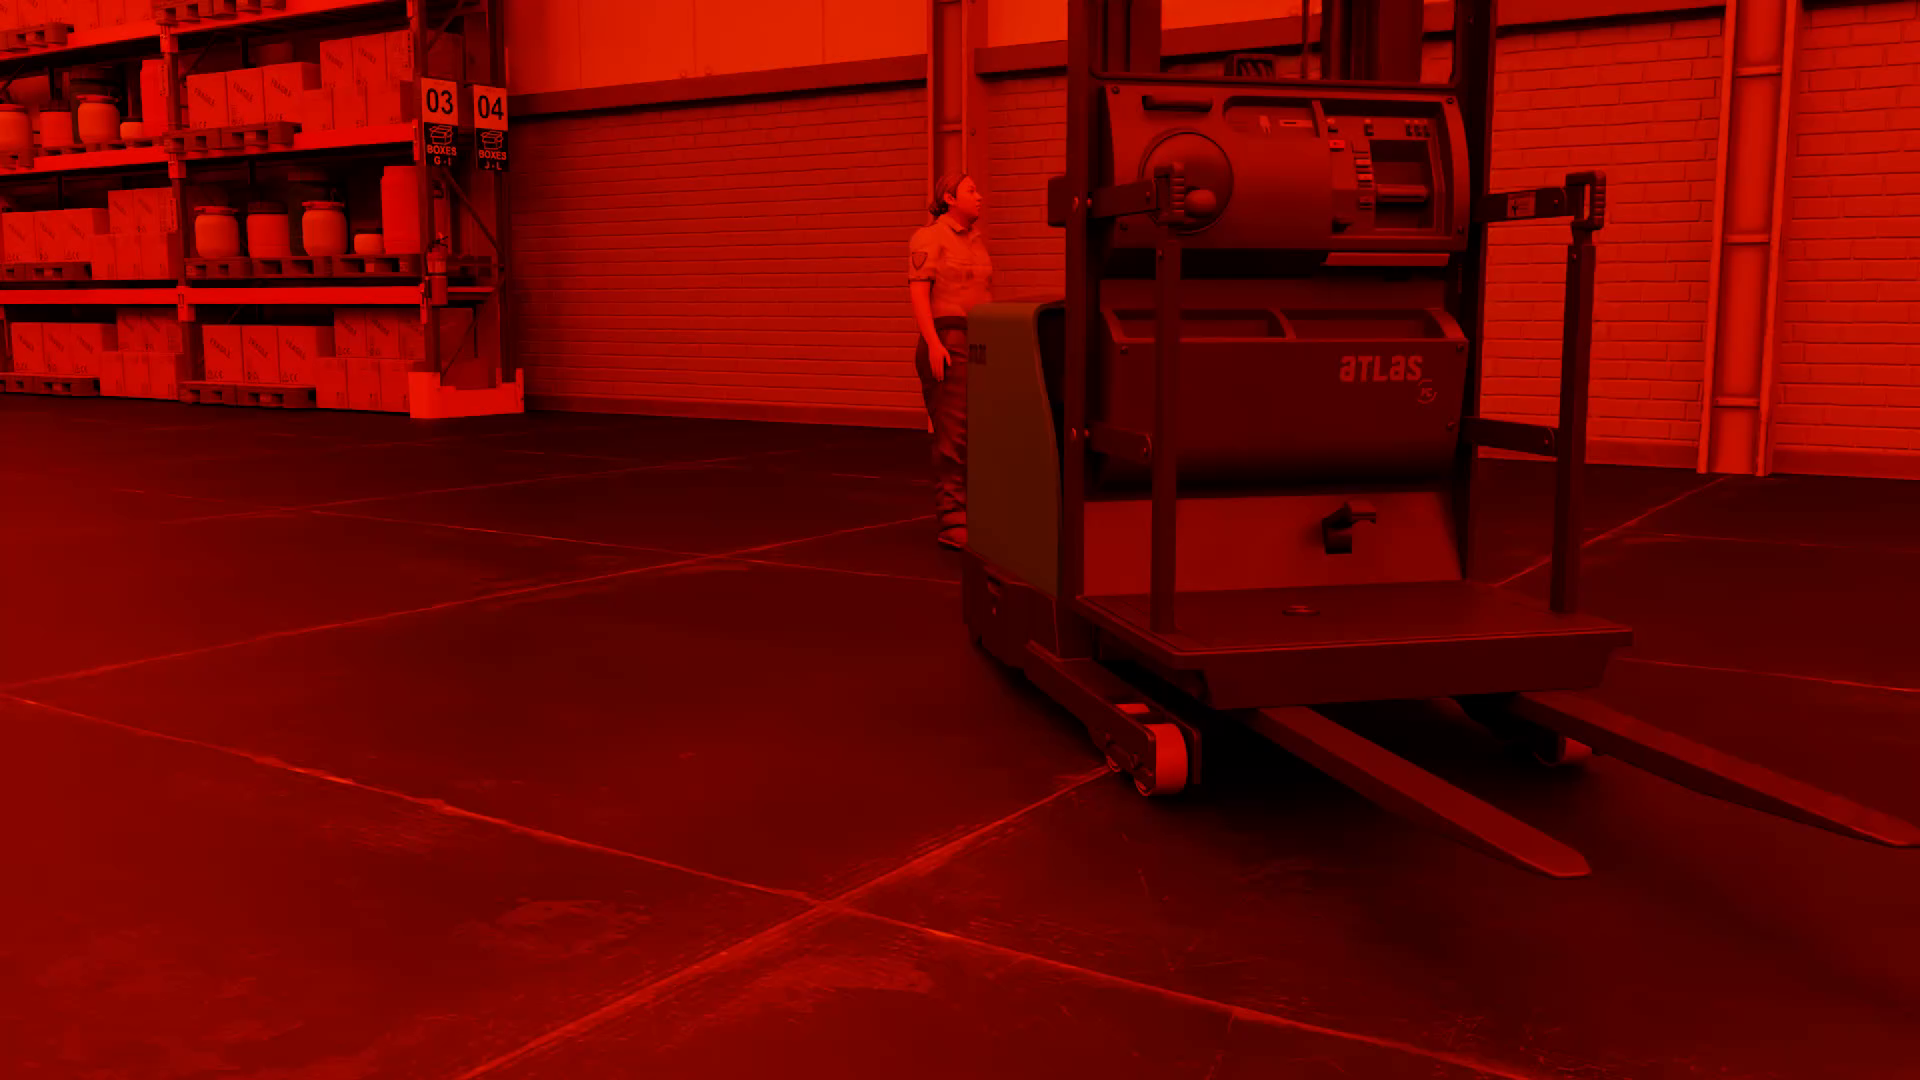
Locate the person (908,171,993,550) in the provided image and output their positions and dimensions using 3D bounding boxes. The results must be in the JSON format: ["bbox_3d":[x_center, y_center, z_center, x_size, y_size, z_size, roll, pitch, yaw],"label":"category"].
[{"bbox_3d":[0.061,-0.813,7.419,0.503,1.650,0.599,5,10,34],"label":"person"}]

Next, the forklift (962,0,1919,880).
[{"bbox_3d":[0.856,-0.946,3.843,1.130,2.935,3.031,-2,8,-14],"label":"forklift"}]
